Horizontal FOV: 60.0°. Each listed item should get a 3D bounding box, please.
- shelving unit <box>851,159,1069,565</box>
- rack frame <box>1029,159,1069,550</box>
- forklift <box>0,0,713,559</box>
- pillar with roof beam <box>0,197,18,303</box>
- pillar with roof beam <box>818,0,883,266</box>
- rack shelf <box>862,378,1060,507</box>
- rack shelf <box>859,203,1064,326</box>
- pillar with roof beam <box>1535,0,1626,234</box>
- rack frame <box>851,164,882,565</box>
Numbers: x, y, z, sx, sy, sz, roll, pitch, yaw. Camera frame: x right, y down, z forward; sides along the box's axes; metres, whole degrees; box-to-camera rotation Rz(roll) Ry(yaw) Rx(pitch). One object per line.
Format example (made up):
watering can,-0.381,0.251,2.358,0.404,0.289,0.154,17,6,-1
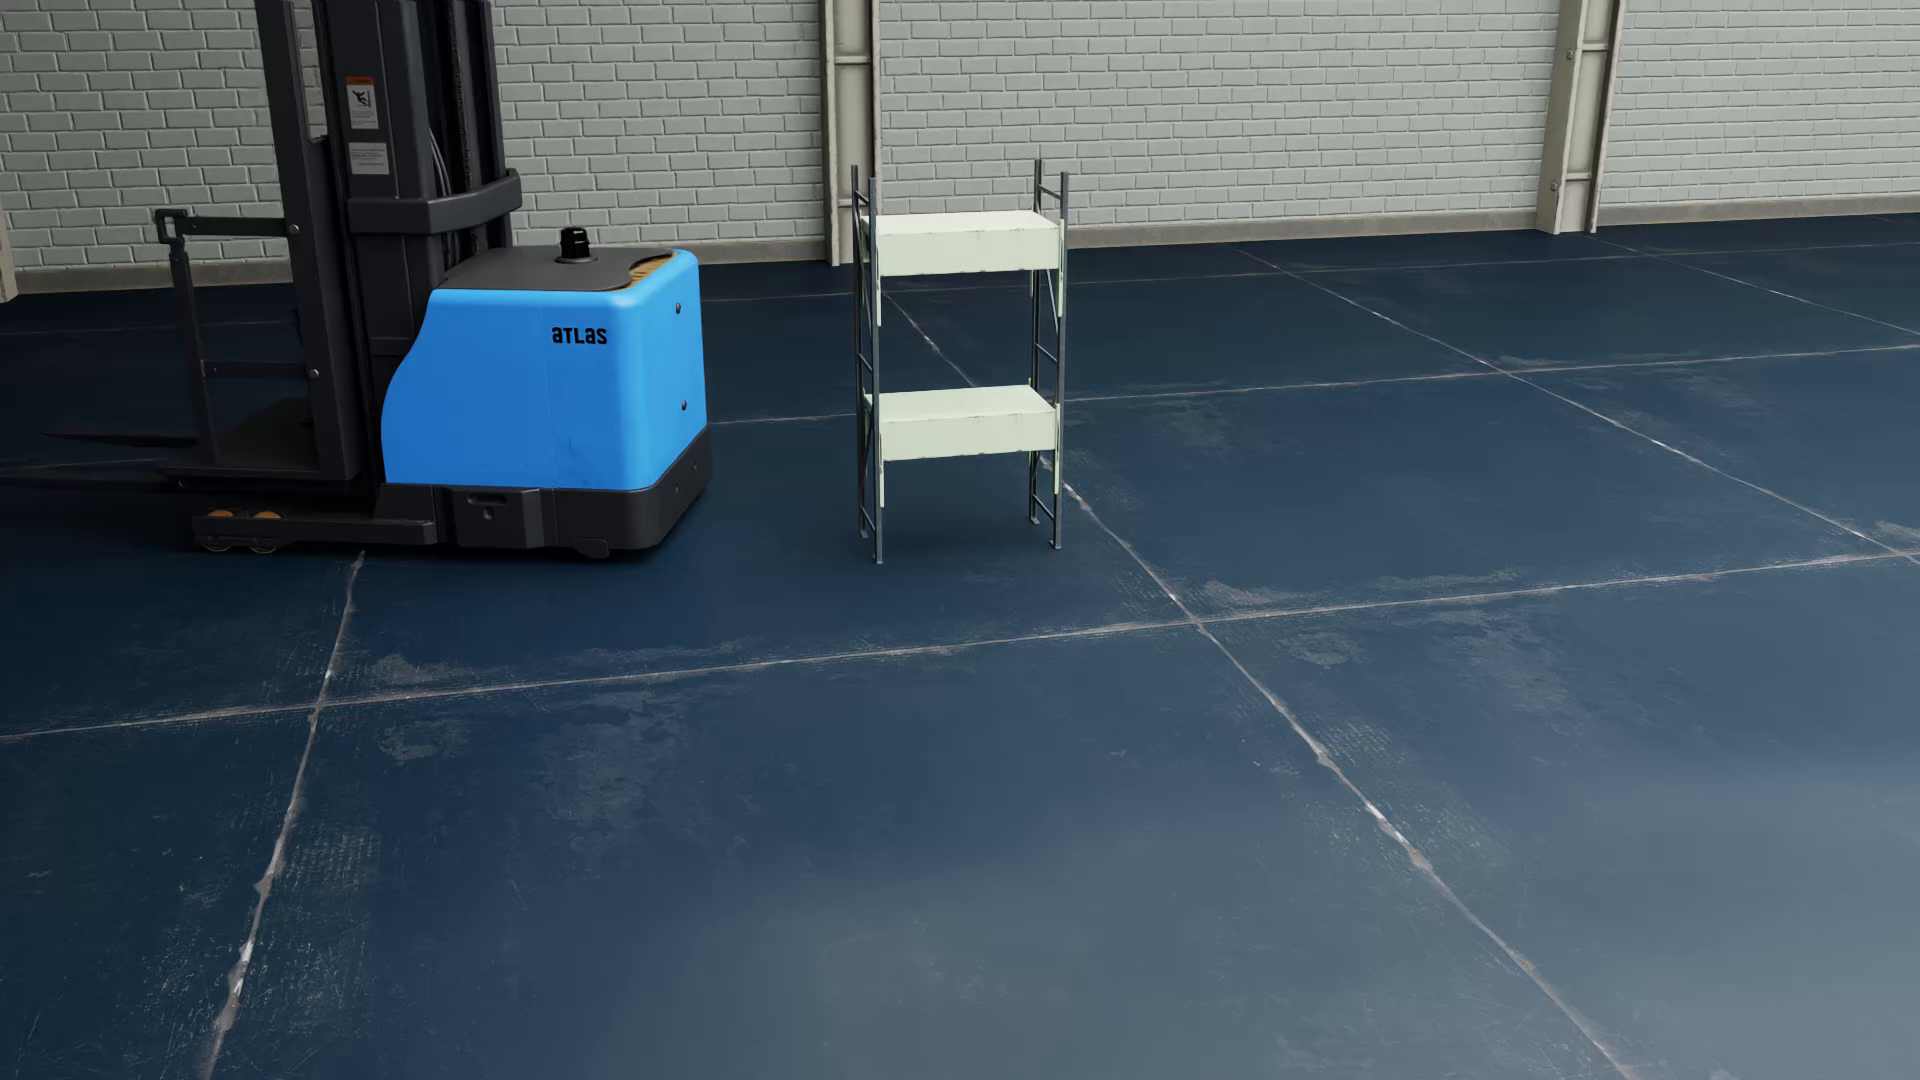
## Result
shelving unit,-0.006,-0.704,6.555,0.755,1.500,0.431,-5,21,-12
rack frame,0.350,-0.733,6.634,0.023,1.500,0.400,-5,21,-12
forklift,-2.648,-1.499,6.645,3.031,2.935,1.130,2,20,6
pillar with roof beam,-5.646,-4.417,5.791,0.400,9.000,9.100,-5,21,-12
pillar with roof beam,0.193,-4.892,7.087,0.400,9.000,9.100,-5,21,-12
rack shelf,-0.006,-0.398,6.667,0.720,0.370,0.431,-5,21,-12
rack shelf,-0.006,-1.070,6.421,0.720,0.370,0.431,-5,21,-12
pillar with roof beam,6.032,-5.367,8.383,0.400,9.000,9.100,-5,21,-12
rack frame,-0.363,-0.675,6.476,0.023,1.500,0.400,-5,21,-12
